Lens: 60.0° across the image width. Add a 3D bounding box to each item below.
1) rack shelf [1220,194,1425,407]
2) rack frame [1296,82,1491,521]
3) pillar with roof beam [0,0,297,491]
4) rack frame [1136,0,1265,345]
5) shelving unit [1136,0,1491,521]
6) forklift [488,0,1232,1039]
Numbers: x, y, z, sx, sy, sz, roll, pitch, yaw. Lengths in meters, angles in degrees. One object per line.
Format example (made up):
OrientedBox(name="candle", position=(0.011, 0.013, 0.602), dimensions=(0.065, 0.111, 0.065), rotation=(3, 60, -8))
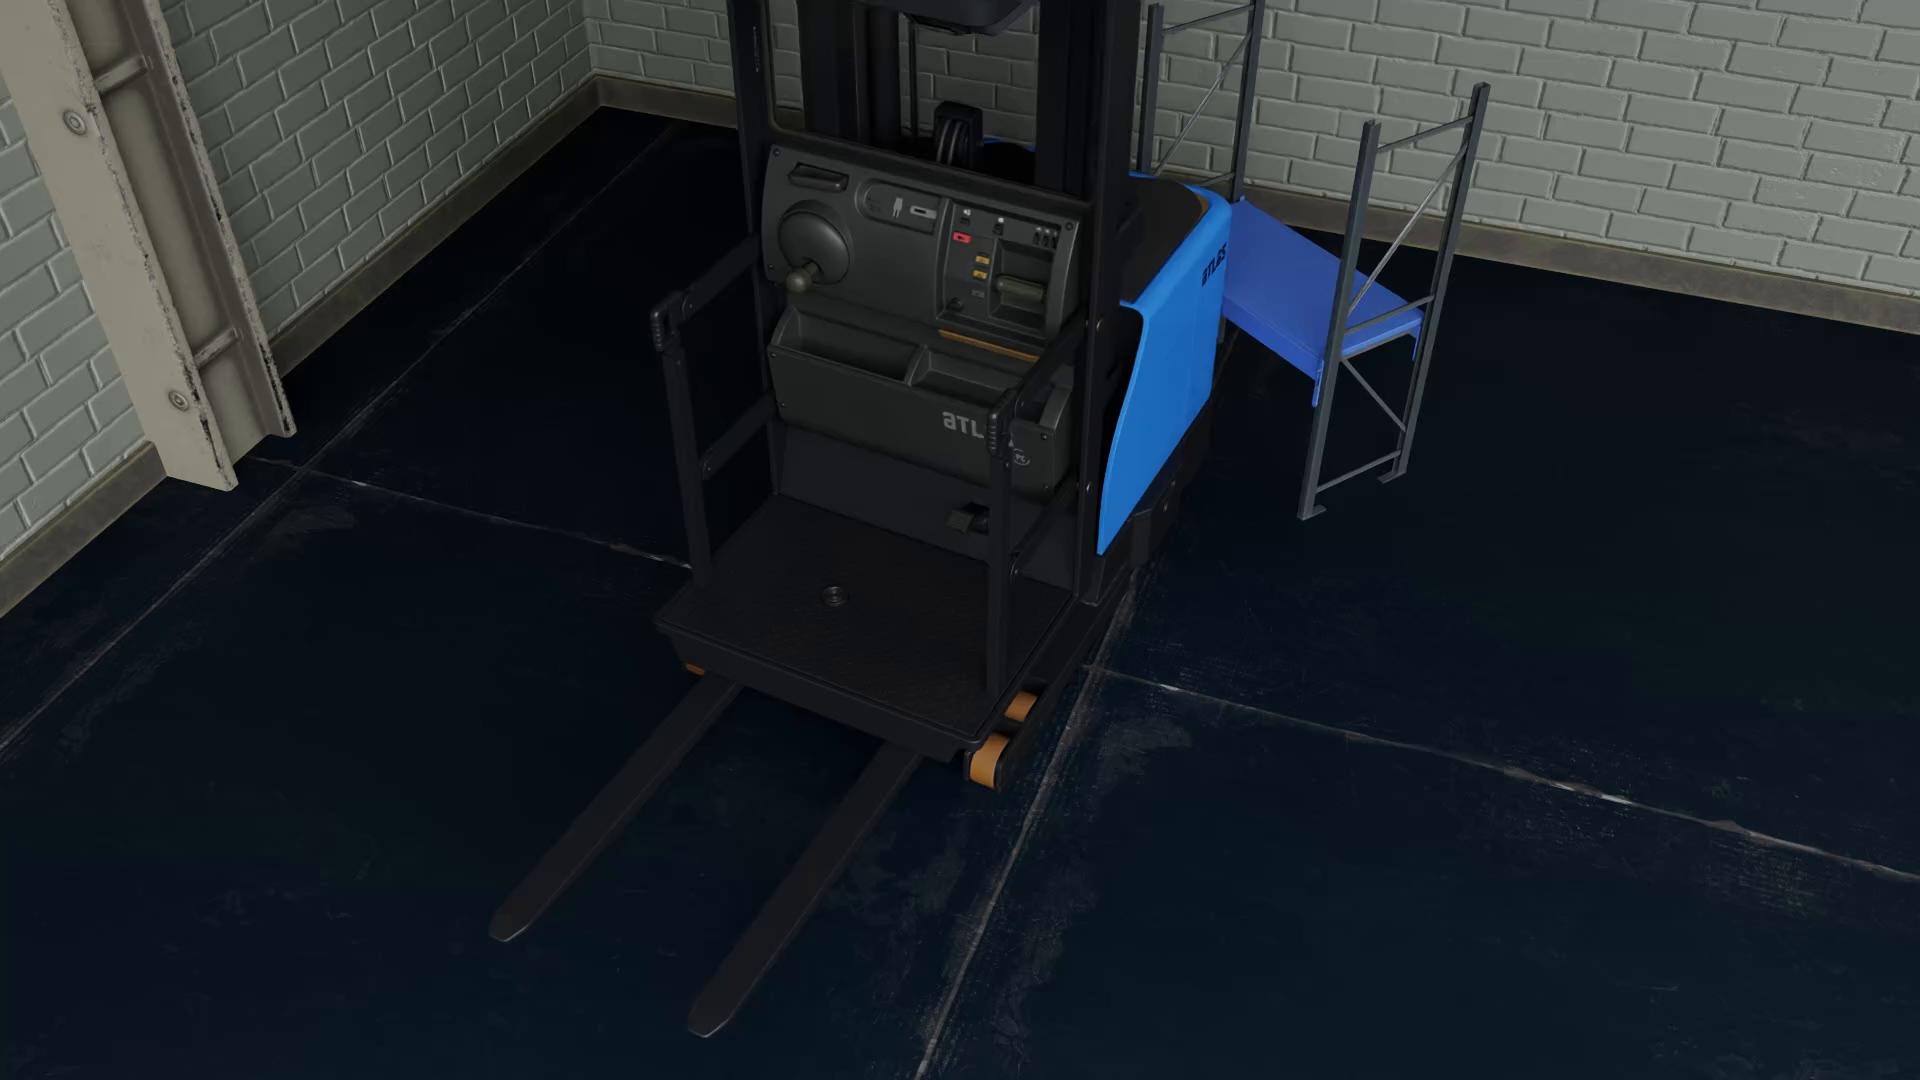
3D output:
OrientedBox(name="rack shelf", position=(1.121, -0.872, 5.894), dimensions=(0.538, 0.185, 1.000), rotation=(-23, 46, -25))
OrientedBox(name="rack frame", position=(1.400, -0.733, 5.454), dimensions=(0.500, 1.500, 0.032), rotation=(-23, 46, -25))
OrientedBox(name="pillar with roof beam", position=(1.353, -2.796, 2.094), dimensions=(9.100, 9.000, 0.400), rotation=(13, 42, 15))
OrientedBox(name="rack frame", position=(0.842, -1.285, 6.100), dimensions=(0.500, 1.500, 0.032), rotation=(-23, 46, -25))
OrientedBox(name="shelving unit", position=(1.121, -1.009, 5.777), dimensions=(0.538, 1.500, 1.048), rotation=(-23, 46, -25))
OrientedBox(name="forklift", position=(-0.218, -0.719, 4.335), dimensions=(1.130, 2.935, 3.031), rotation=(18, 44, 20))
